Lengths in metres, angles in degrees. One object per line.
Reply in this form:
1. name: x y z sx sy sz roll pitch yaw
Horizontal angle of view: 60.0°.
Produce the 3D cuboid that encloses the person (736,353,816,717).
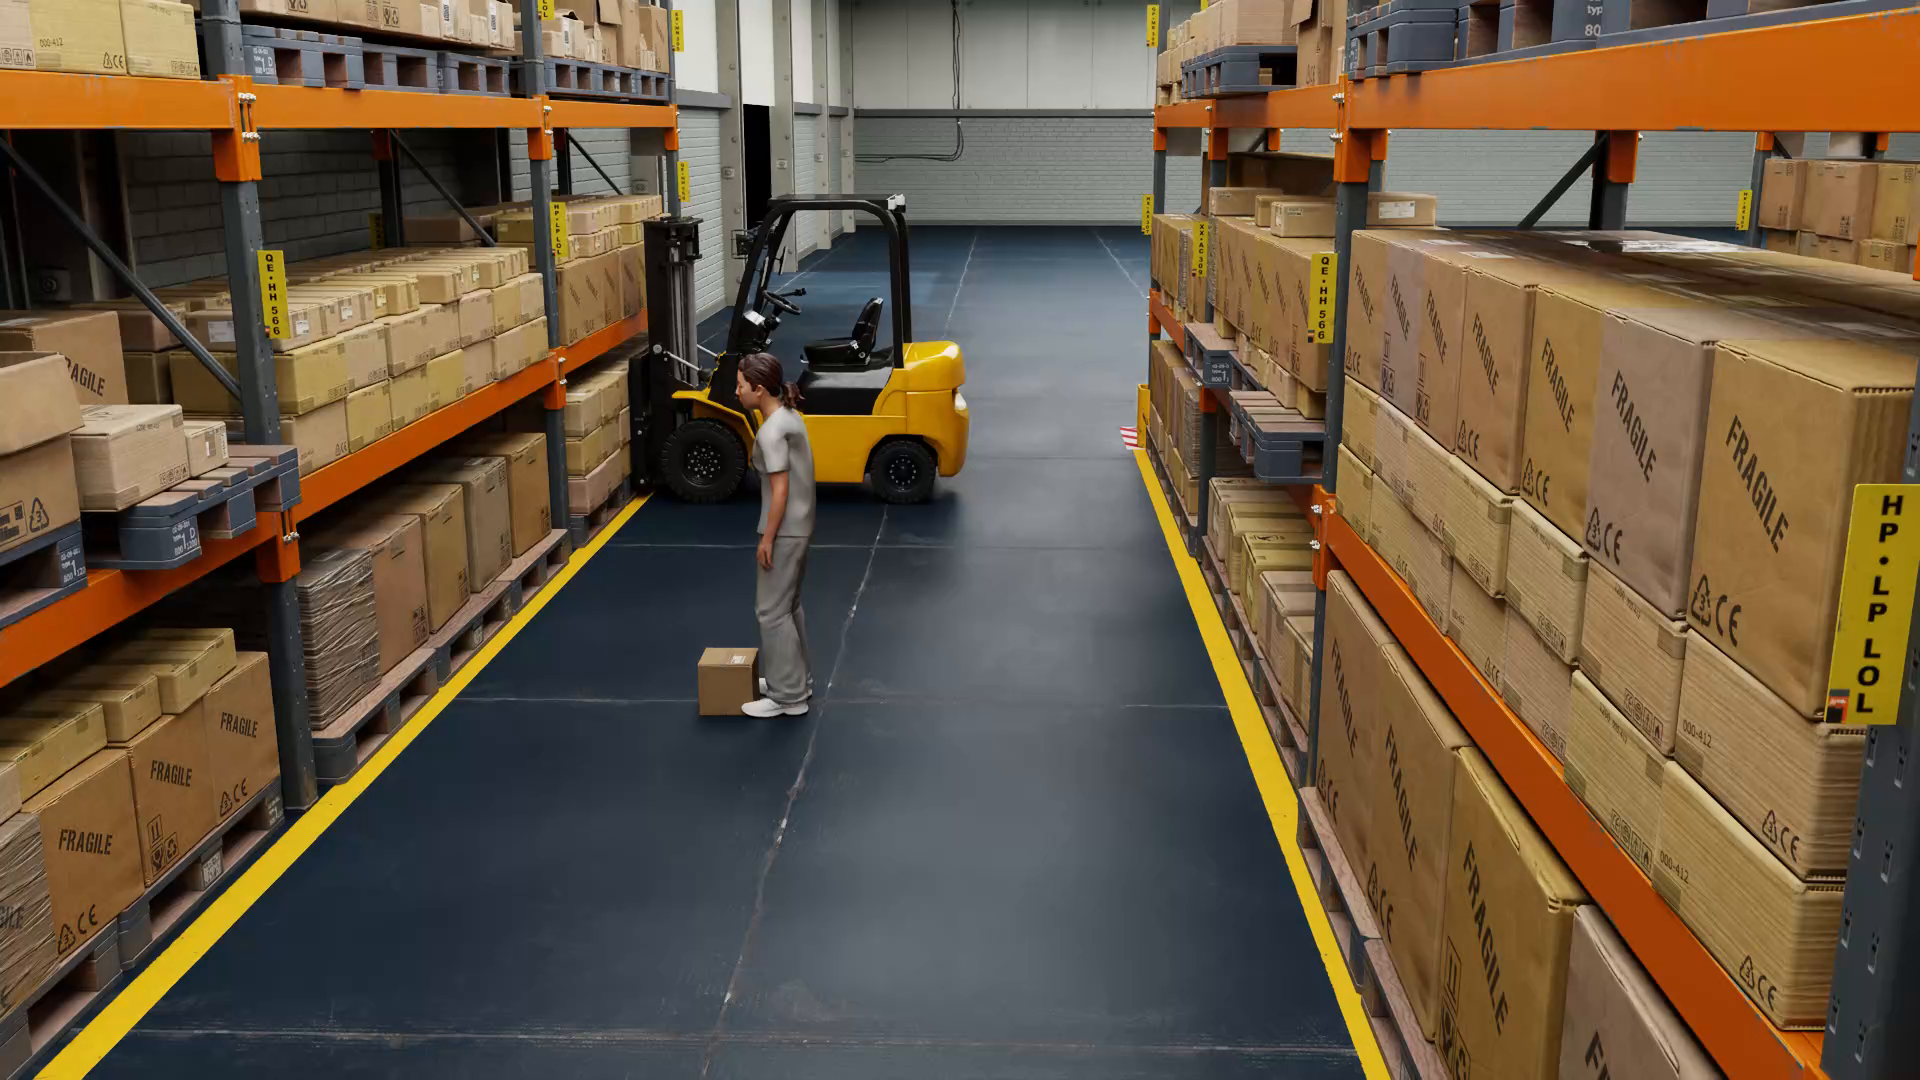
1. person: -0.833 -0.029 7.618 0.352 1.673 0.494 0 14 1
